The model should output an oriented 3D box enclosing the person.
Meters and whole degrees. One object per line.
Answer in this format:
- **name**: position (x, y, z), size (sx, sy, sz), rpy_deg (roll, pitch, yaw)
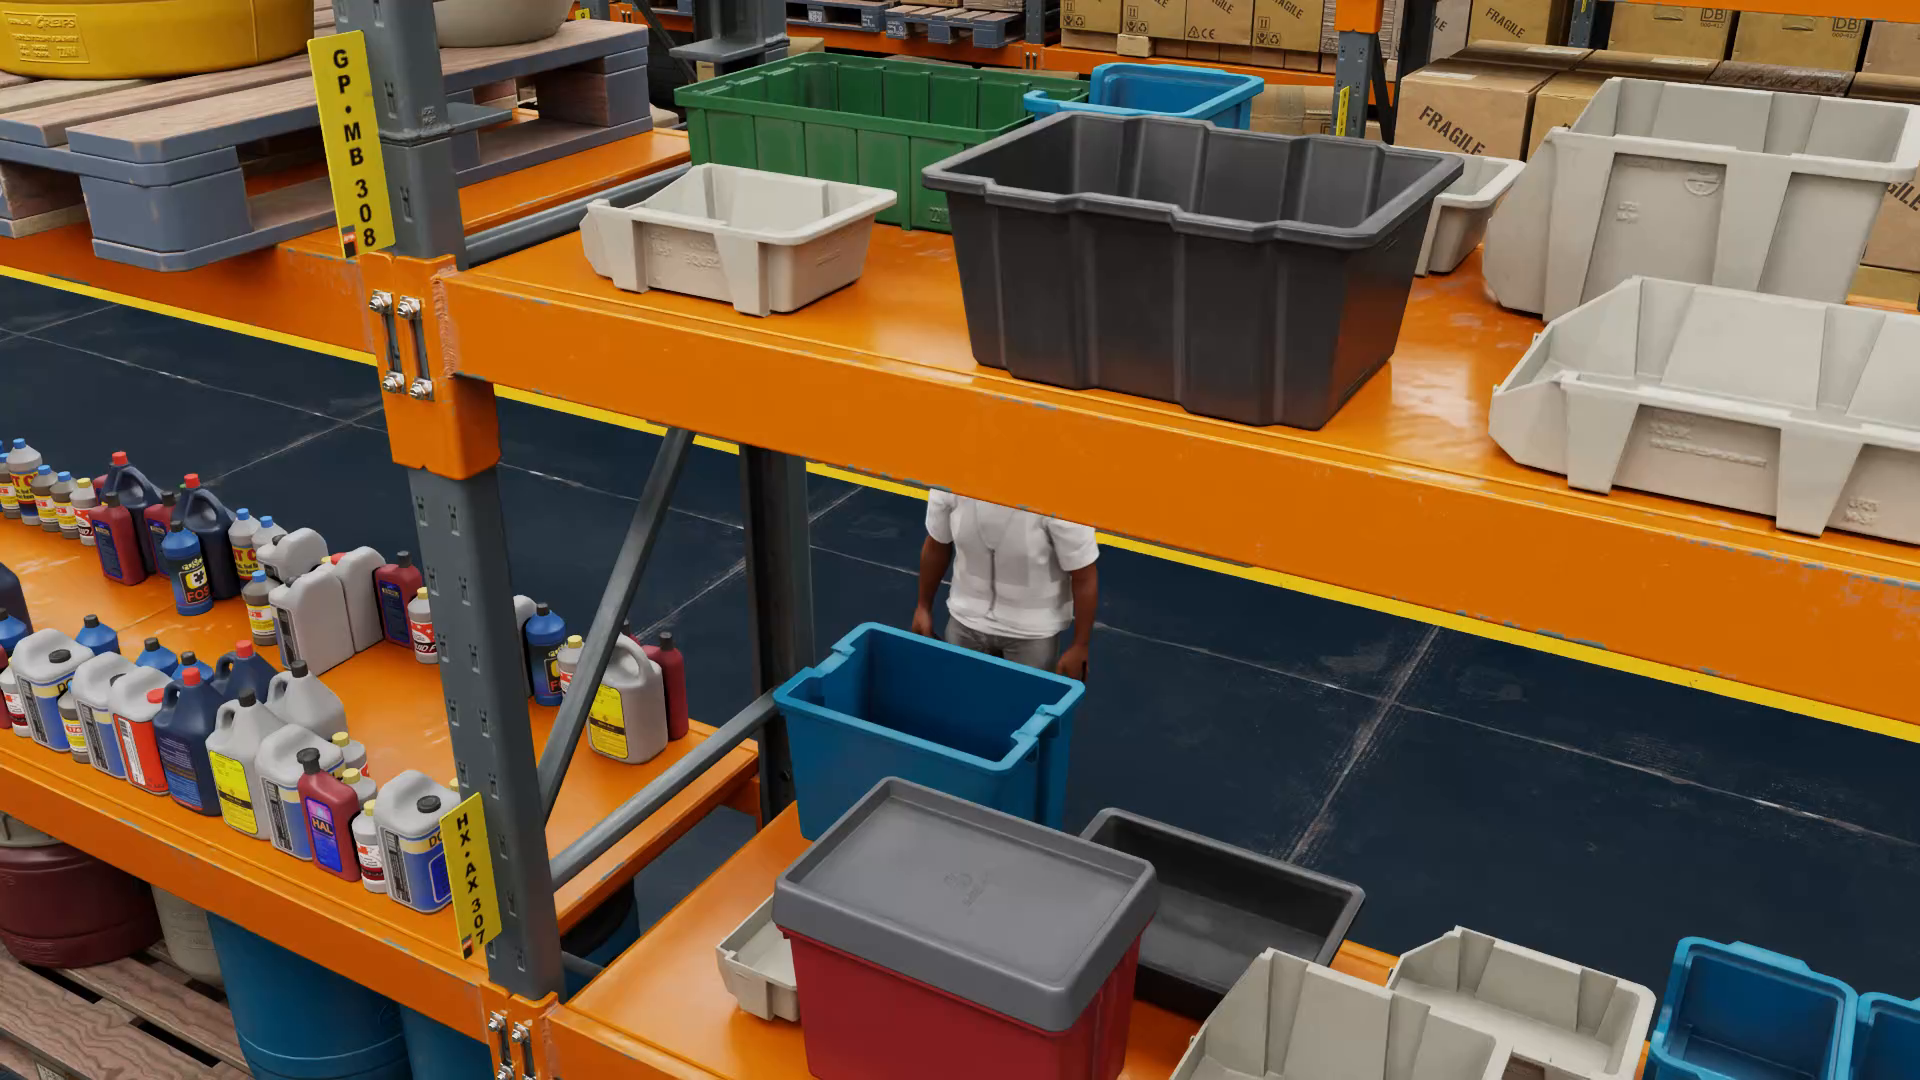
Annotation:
- **person**: position (0.138, 0.288, 5.512), size (0.638, 1.761, 0.458), rpy_deg (13, 29, 25)
